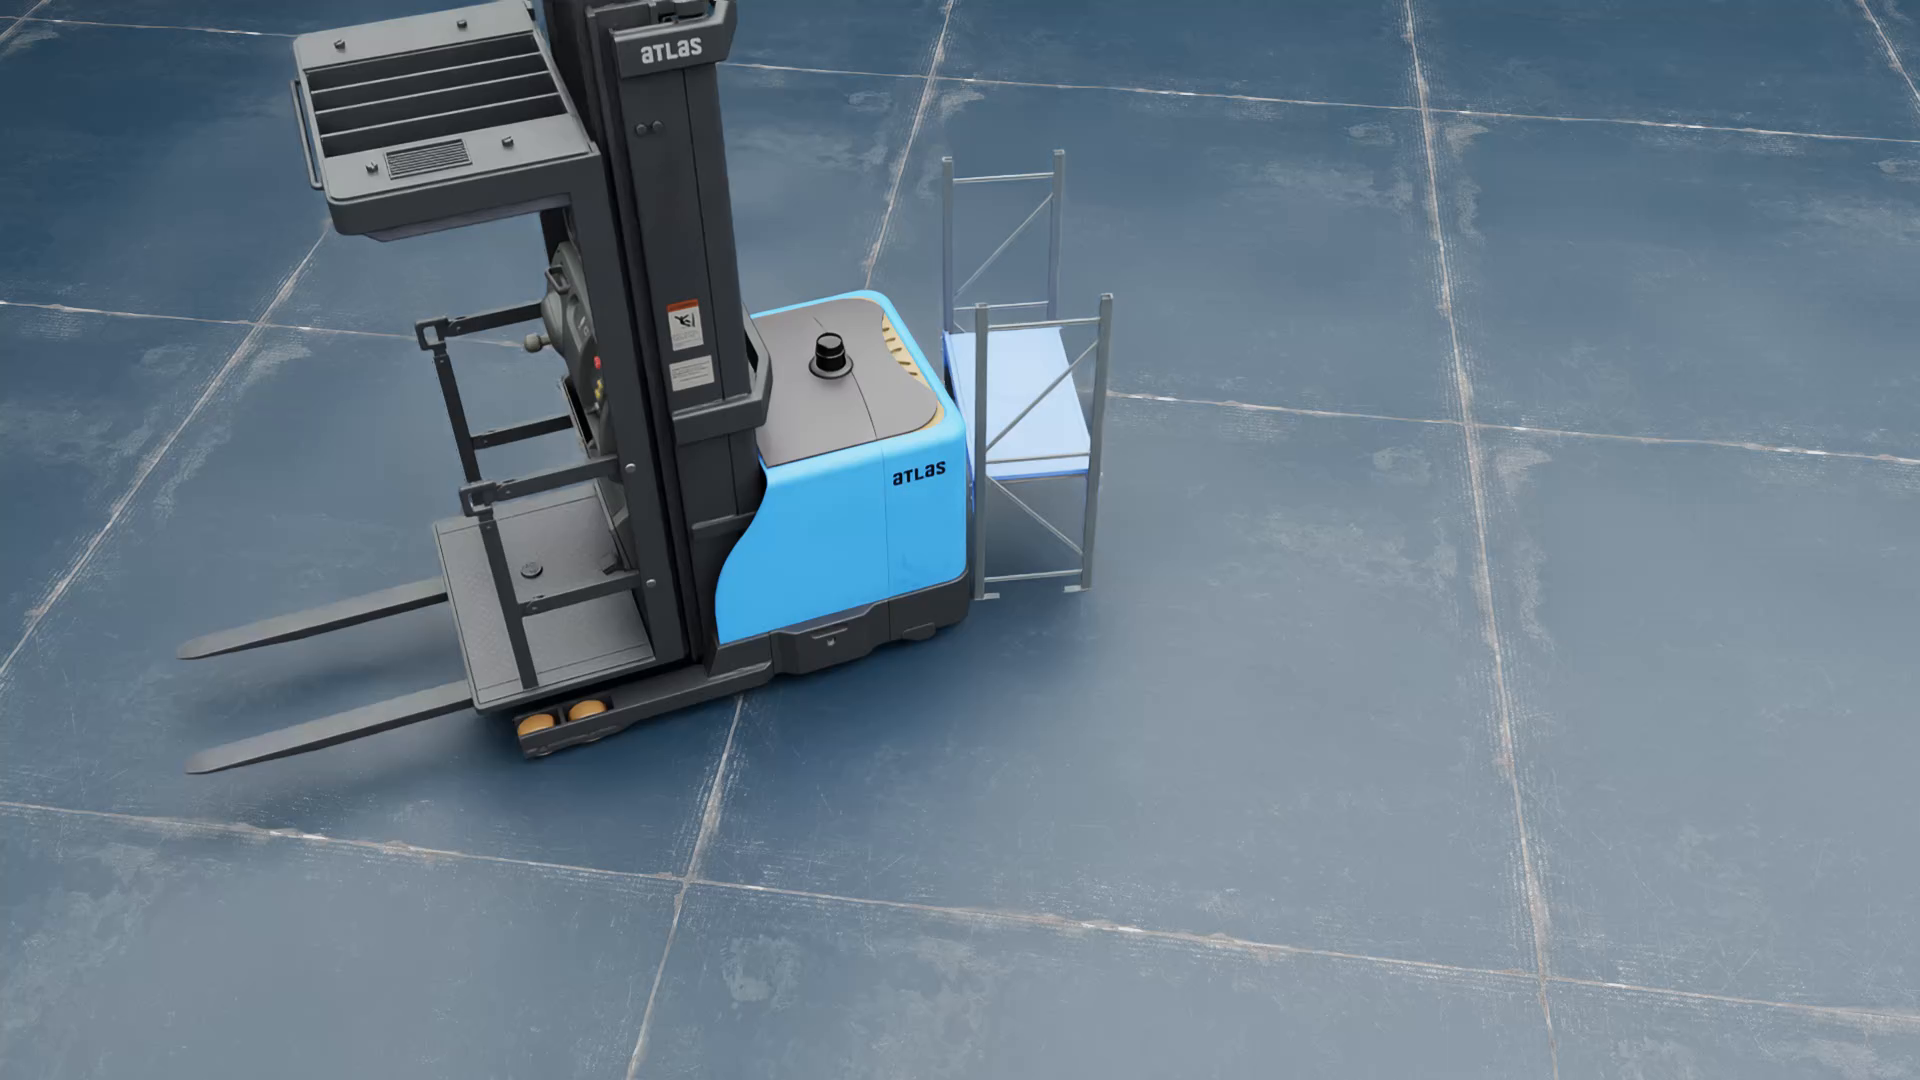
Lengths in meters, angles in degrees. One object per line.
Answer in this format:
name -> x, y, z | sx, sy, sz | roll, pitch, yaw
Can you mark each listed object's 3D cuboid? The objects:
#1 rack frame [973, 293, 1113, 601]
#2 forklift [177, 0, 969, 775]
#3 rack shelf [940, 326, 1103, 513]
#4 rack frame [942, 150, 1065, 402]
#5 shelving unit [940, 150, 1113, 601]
rack frame -> 0.306, -0.319, 6.518 | 0.500, 1.500, 0.032 | -5, 44, -5
forklift -> -1.532, -0.648, 5.825 | 3.031, 2.935, 1.130 | -15, 46, -15
rack shelf -> 0.241, -0.535, 7.008 | 0.538, 0.185, 1.000 | -5, 44, -5
rack frame -> 0.177, -1.012, 7.251 | 0.500, 1.500, 0.032 | -5, 44, -5
shelving unit -> 0.241, -0.666, 6.884 | 0.538, 1.500, 1.048 | -5, 44, -5
